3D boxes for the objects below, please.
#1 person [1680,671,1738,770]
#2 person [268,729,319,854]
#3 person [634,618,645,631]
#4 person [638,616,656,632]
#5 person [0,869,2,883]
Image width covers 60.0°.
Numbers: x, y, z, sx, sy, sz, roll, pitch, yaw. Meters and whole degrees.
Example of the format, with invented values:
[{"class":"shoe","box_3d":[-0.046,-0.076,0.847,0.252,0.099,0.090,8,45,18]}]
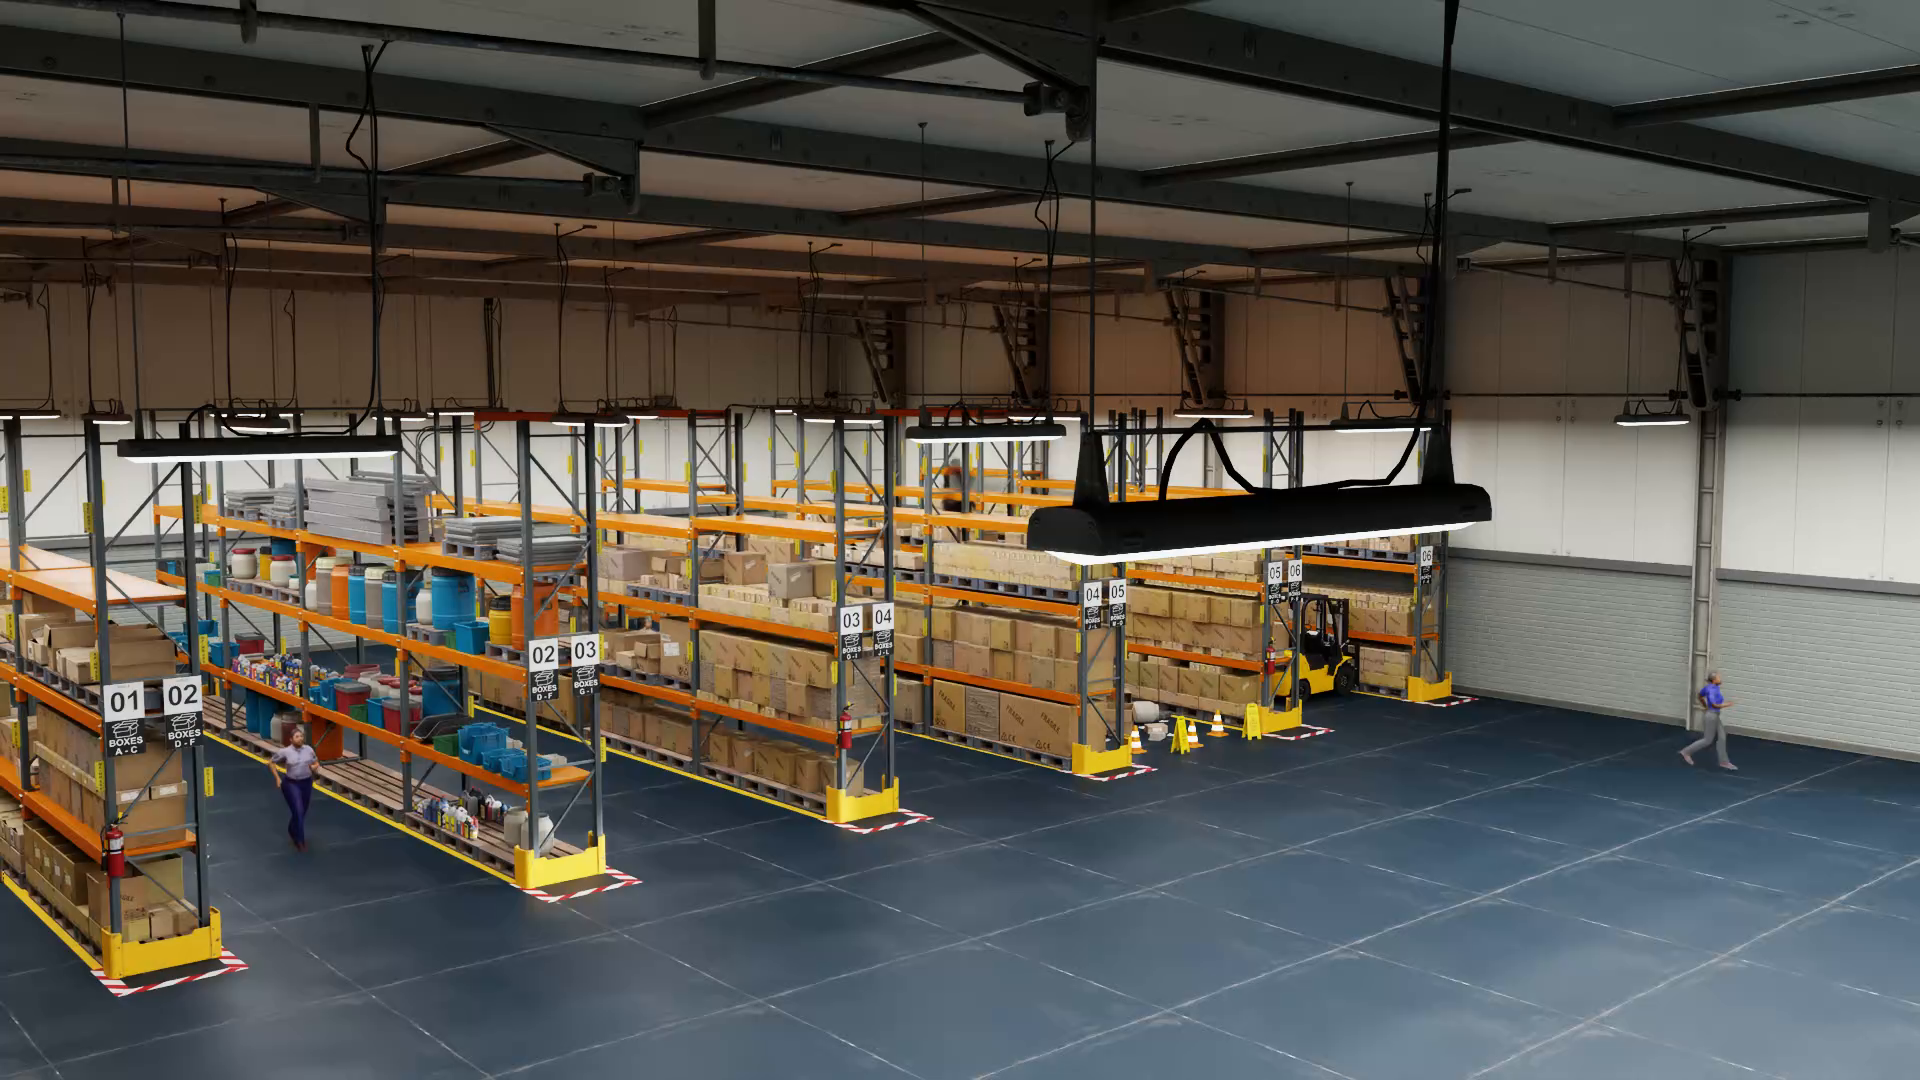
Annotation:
[{"class":"person","box_3d":[12.647,3.023,28.021,0.906,1.646,0.609,2,5,23]},{"class":"person","box_3d":[-9.248,3.475,23.188,0.775,1.708,0.582,4,6,38]},{"class":"person","box_3d":[-8.079,1.769,41.946,0.674,1.822,0.730,4,6,35]},{"class":"person","box_3d":[-6.530,2.433,34.850,0.685,1.715,0.580,4,6,39]},{"class":"person","box_3d":[-10.791,3.918,18.179,0.645,1.670,0.579,4,6,38]}]
